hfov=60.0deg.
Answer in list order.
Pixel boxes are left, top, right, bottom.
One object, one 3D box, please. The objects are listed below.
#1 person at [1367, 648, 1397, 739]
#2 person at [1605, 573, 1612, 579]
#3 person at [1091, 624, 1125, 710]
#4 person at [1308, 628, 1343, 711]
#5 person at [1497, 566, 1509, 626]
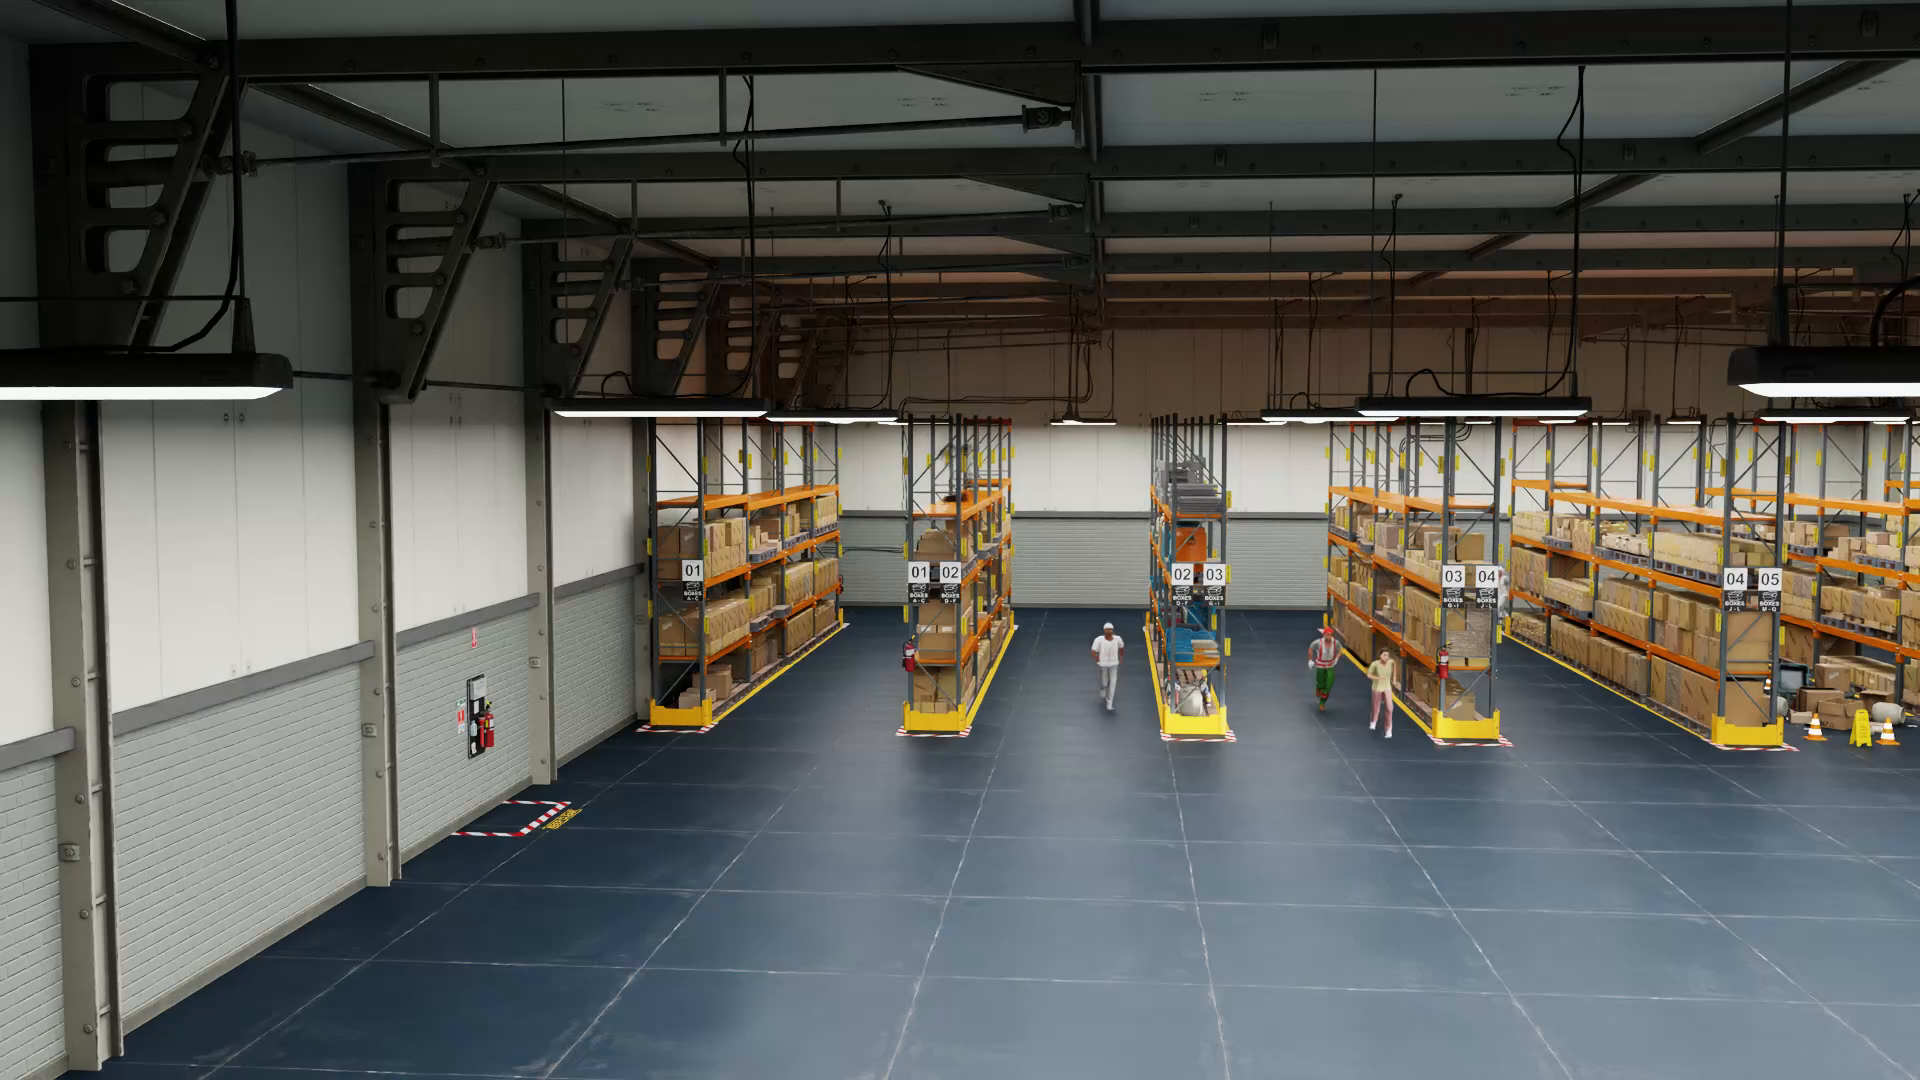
[{"bbox_3d":[7.853,2.833,31.009,0.622,1.700,0.894,0,4,-5],"label":"person"},{"bbox_3d":[17.620,1.805,45.064,0.640,1.835,0.935,-1,4,-18],"label":"person"},{"bbox_3d":[3.050,2.578,34.131,0.710,1.751,0.742,0,4,-4],"label":"person"},{"bbox_3d":[7.430,2.610,33.796,0.653,1.711,0.752,0,4,-4],"label":"person"},{"bbox_3d":[15.441,1.651,47.506,0.842,1.815,0.671,-2,4,-29],"label":"person"}]
